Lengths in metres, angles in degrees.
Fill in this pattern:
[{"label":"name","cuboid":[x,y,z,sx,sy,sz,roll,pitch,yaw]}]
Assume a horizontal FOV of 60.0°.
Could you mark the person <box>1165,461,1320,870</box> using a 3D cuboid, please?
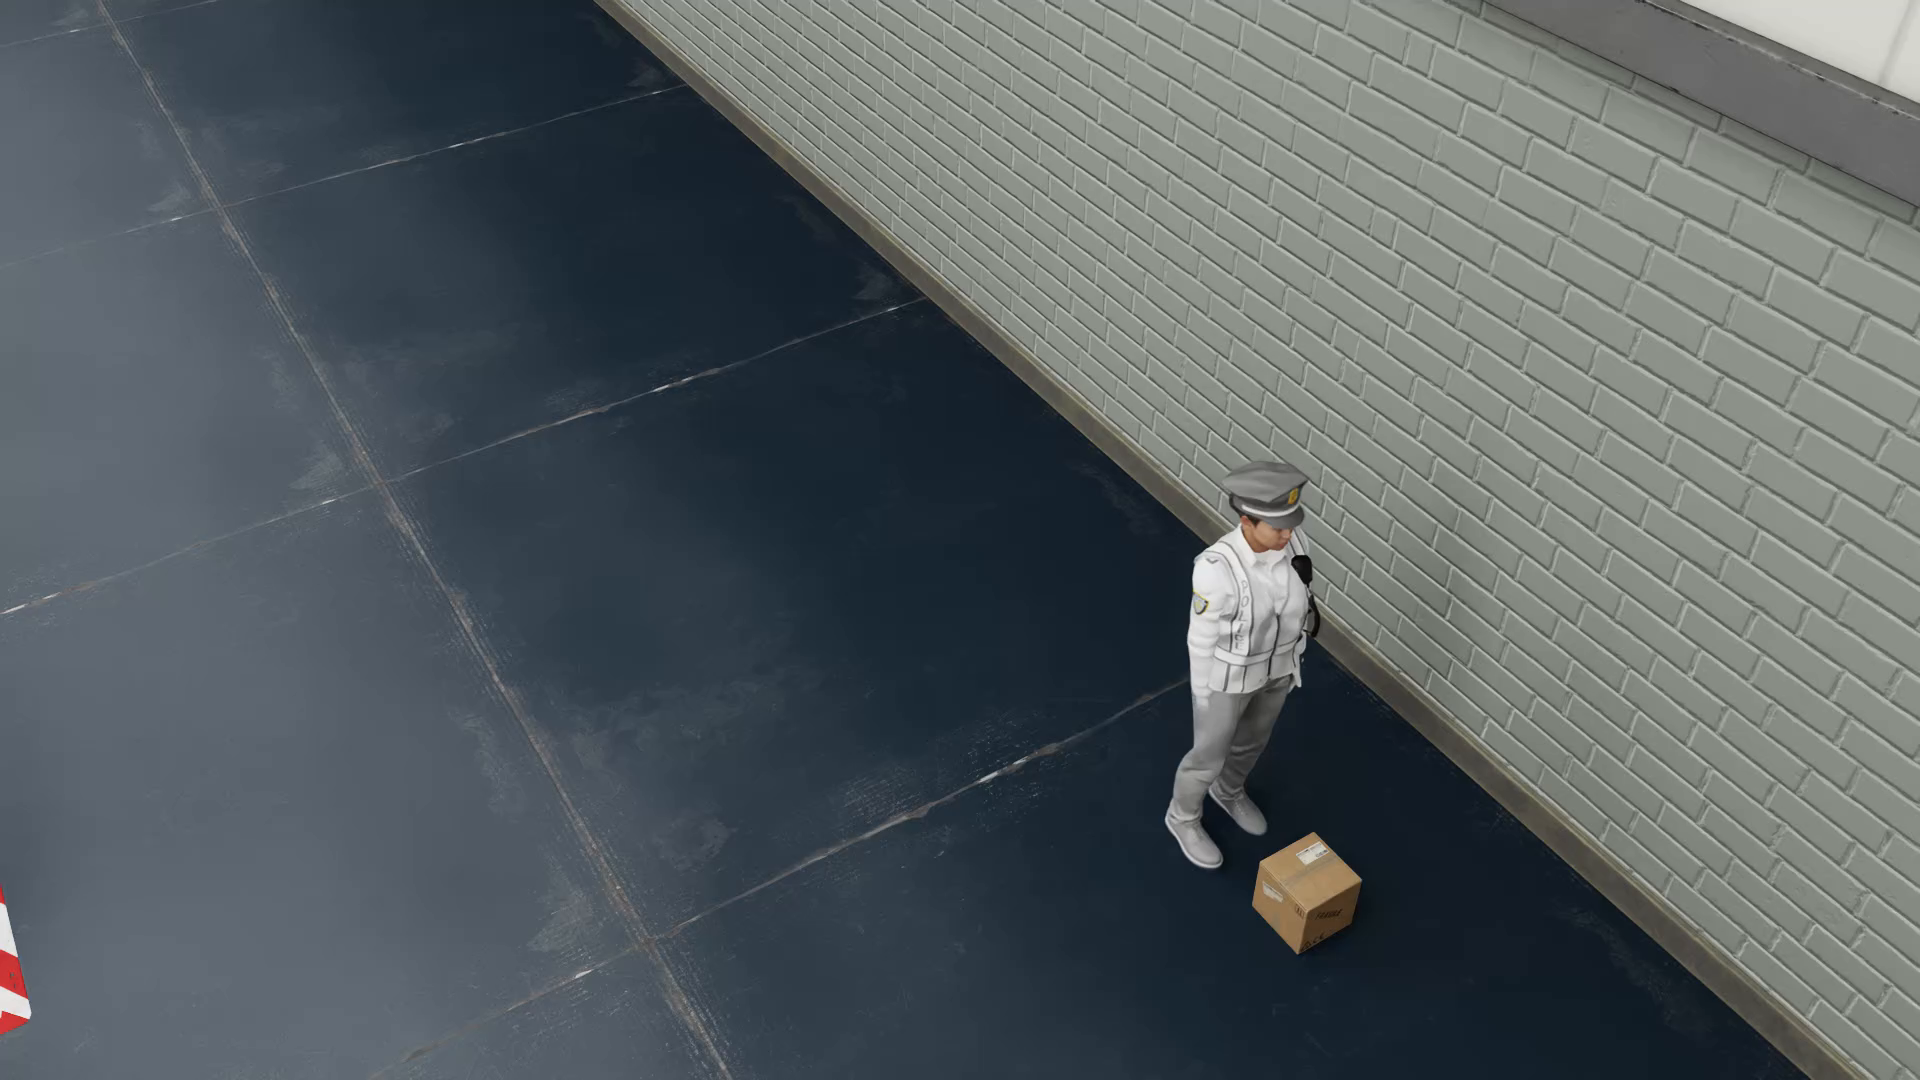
[{"label":"person","cuboid":[0.972,0.449,5.652,0.467,1.703,0.338,-22,45,-23]}]
